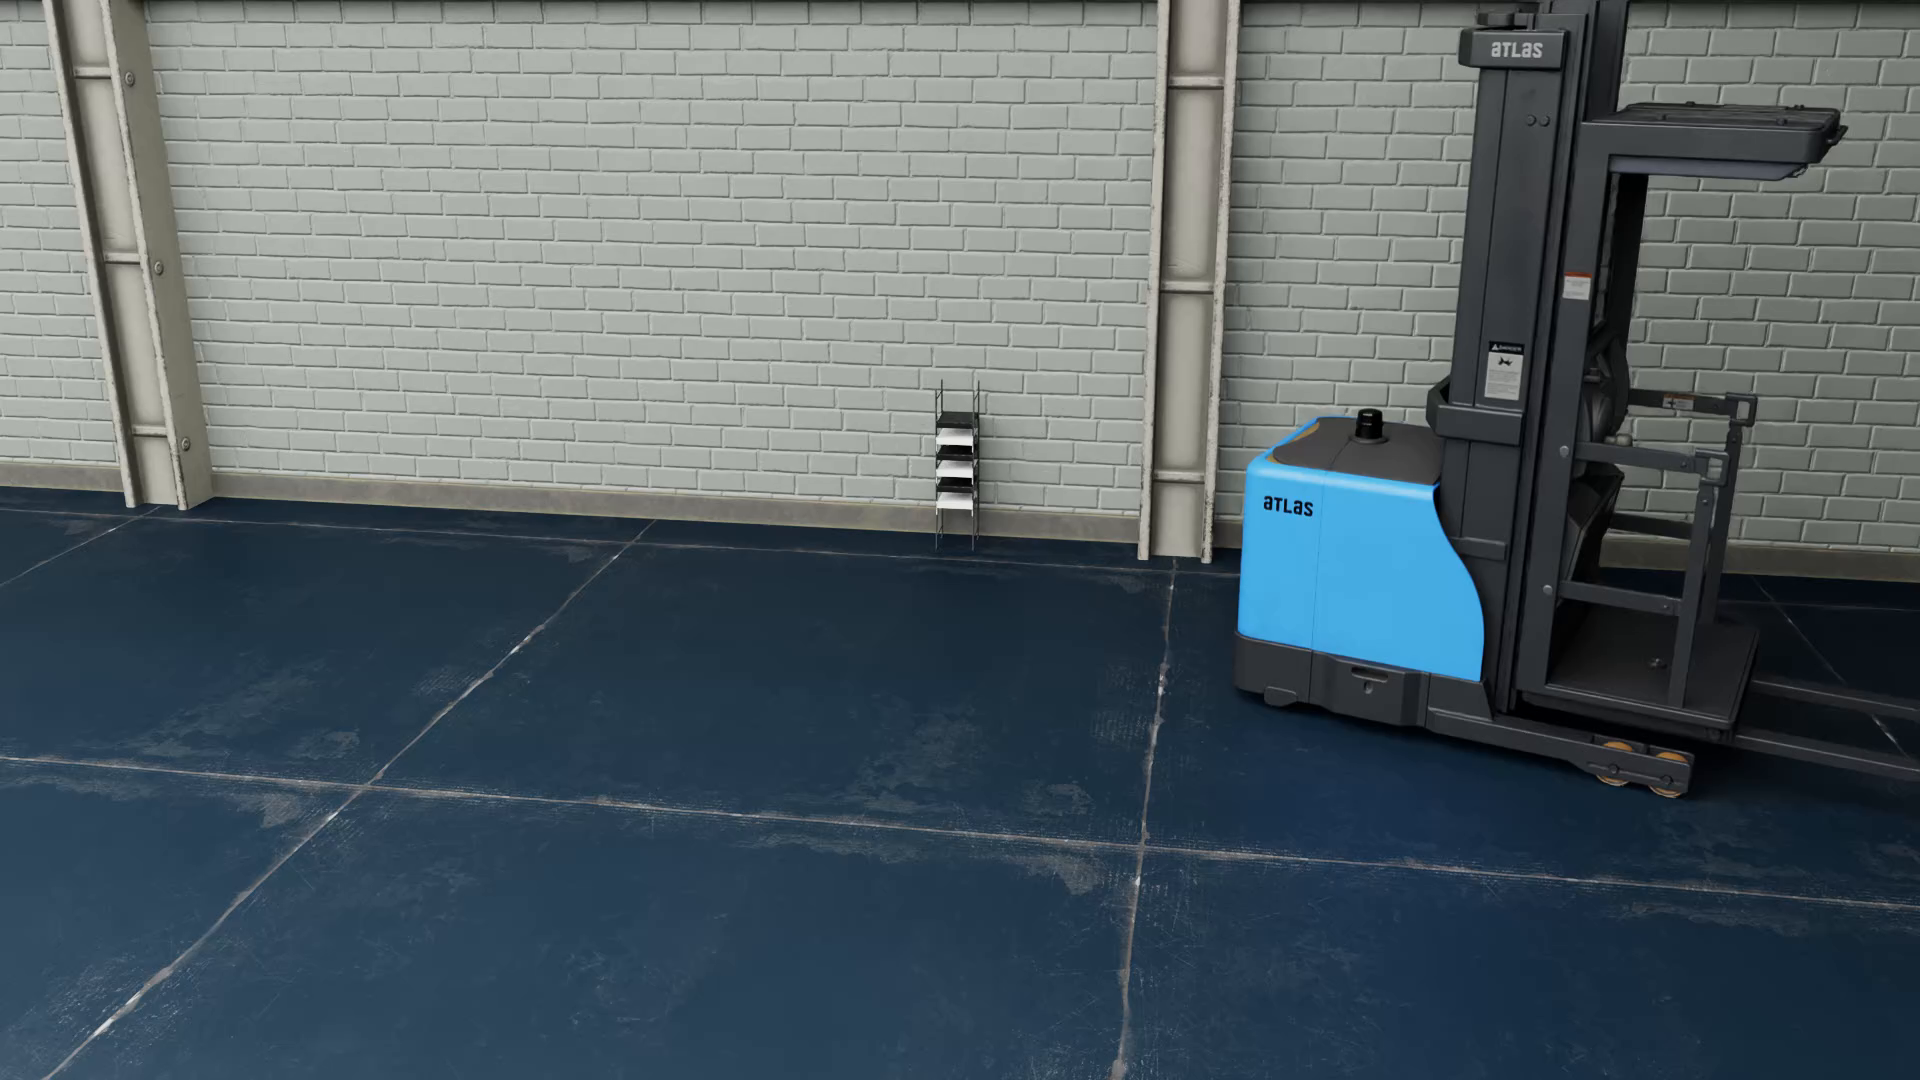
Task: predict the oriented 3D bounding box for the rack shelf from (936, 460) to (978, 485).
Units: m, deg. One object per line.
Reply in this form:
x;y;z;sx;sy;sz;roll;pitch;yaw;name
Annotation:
-0.013;-0.380;9.125;0.200;0.077;0.258;3;19;7;rack shelf

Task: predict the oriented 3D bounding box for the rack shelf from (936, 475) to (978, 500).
-0.013;-0.295;9.154;0.200;0.077;0.258;3;19;7;rack shelf

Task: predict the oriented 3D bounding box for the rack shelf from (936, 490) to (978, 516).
-0.013;-0.209;9.183;0.200;0.077;0.258;3;19;7;rack shelf

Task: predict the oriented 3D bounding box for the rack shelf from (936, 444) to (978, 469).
-0.013;-0.465;9.097;0.200;0.077;0.258;3;19;7;rack shelf

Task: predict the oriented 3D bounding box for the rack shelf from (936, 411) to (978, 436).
-0.013;-0.636;9.039;0.200;0.077;0.258;3;19;7;rack shelf

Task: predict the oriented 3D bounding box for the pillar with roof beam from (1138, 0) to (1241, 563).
0.499;-2.852;3.644;0.400;9.000;9.100;3;19;9;pillar with roof beam

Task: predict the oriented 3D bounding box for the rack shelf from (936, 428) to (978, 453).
-0.013;-0.551;9.068;0.200;0.077;0.258;3;19;7;rack shelf

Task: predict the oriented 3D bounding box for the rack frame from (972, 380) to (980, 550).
0.088;-0.407;9.101;0.006;0.900;0.240;3;19;7;rack frame

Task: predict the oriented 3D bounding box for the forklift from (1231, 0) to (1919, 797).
2.717;-0.599;6.473;3.031;2.935;1.130;10;21;28;forklift

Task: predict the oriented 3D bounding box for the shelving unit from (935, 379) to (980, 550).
-0.013;-0.412;9.115;0.210;0.900;0.258;3;19;7;shelving unit

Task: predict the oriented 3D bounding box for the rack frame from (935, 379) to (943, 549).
-0.114;-0.416;9.128;0.006;0.900;0.240;3;19;7;rack frame

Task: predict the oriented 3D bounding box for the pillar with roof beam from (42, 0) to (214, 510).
-5.425;-3.154;4.547;0.400;9.000;9.100;3;19;9;pillar with roof beam
